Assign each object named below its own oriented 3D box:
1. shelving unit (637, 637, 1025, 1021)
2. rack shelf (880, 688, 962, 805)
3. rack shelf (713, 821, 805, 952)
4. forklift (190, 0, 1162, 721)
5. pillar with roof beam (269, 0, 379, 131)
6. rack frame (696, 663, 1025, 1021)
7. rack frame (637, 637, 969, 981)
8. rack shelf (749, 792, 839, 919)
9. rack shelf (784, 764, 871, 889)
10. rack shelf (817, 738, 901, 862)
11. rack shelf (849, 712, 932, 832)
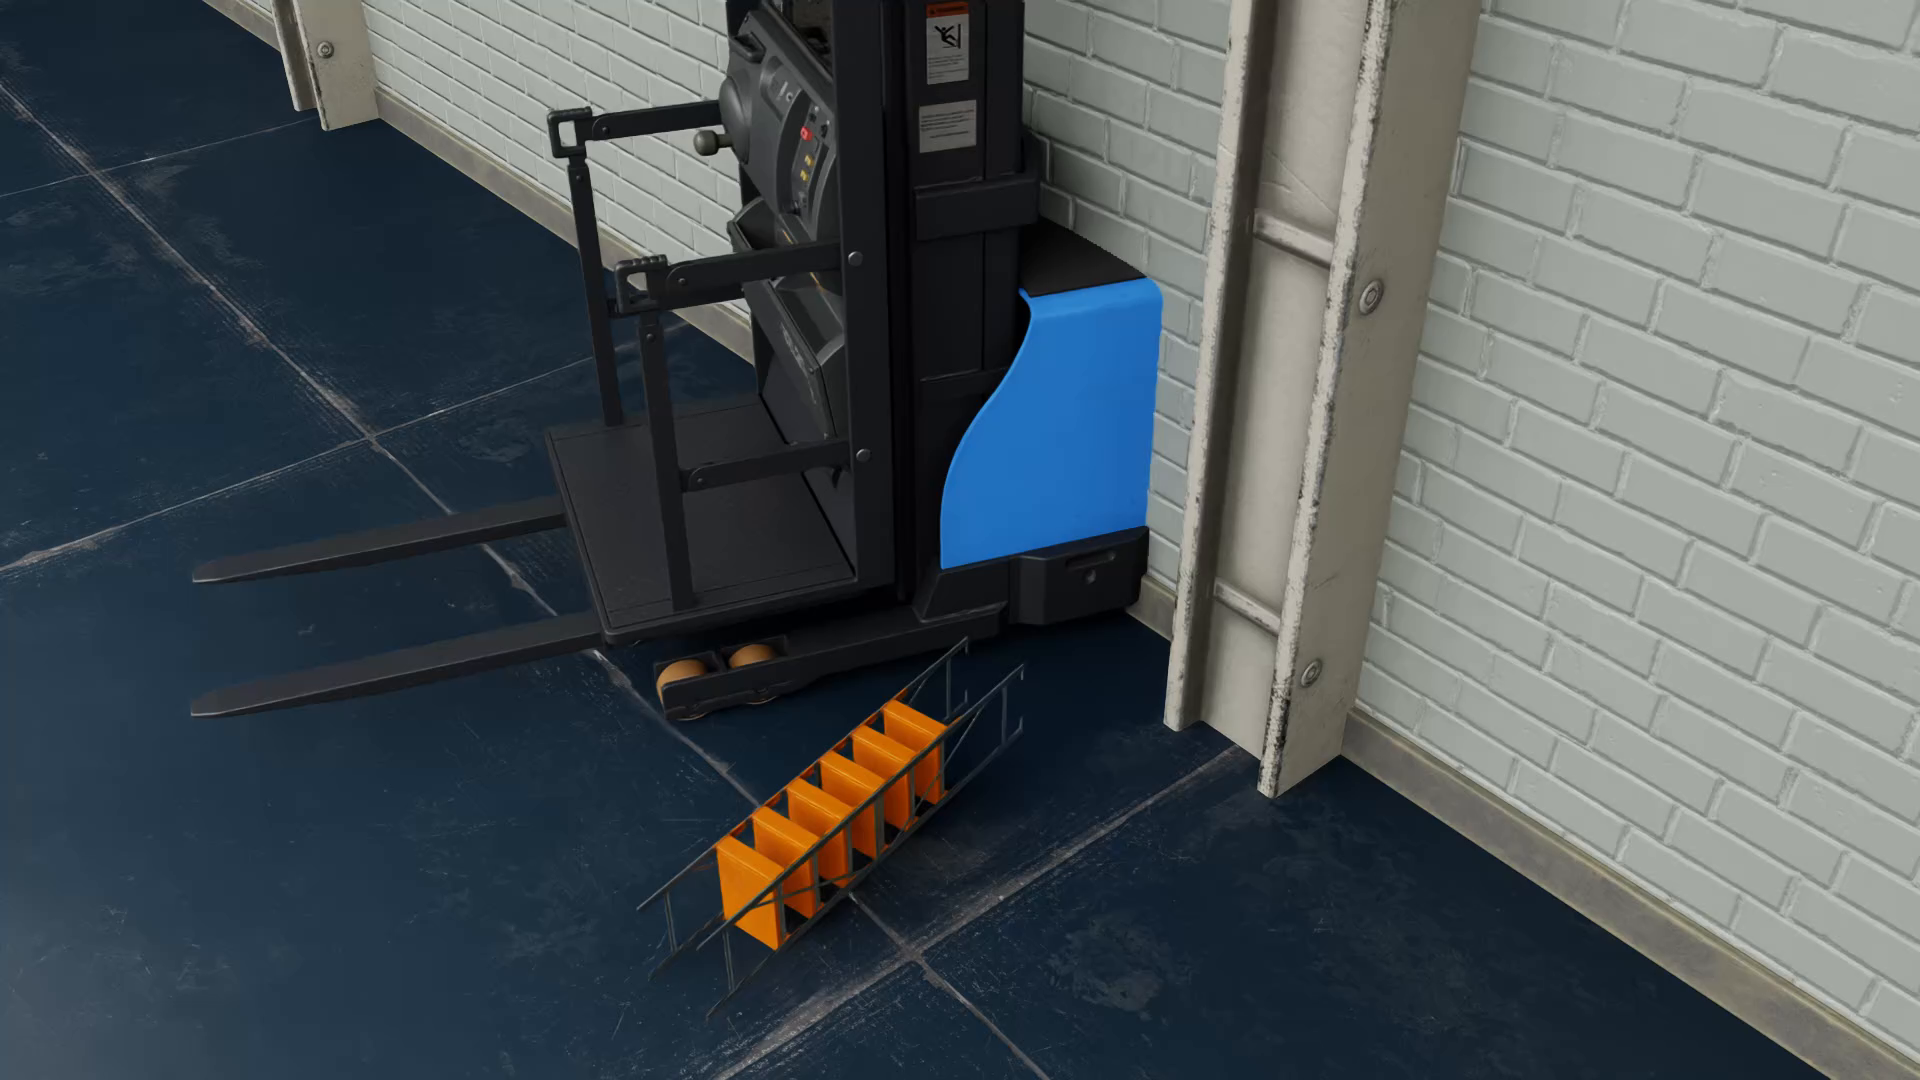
[{"bbox_3d":[-0.271,0.663,4.059,0.189,0.258,1.200,24,42,30],"label":"shelving unit"},{"bbox_3d":[-0.098,0.532,4.244,0.180,0.258,0.103,24,42,30],"label":"rack shelf"},{"bbox_3d":[-0.462,0.808,3.855,0.180,0.258,0.103,24,42,30],"label":"rack shelf"},{"bbox_3d":[-0.651,-1.047,4.193,3.031,2.935,1.130,-12,37,-16],"label":"forklift"},{"bbox_3d":[-6.363,-4.189,3.379,9.100,9.000,0.400,-26,43,-32],"label":"pillar with roof beam"},{"bbox_3d":[-0.198,0.695,4.014,0.006,0.240,1.200,24,42,30],"label":"rack frame"},{"bbox_3d":[-0.343,0.631,4.105,0.006,0.240,1.200,24,42,30],"label":"rack frame"},{"bbox_3d":[-0.389,0.753,3.933,0.180,0.258,0.103,24,42,30],"label":"rack shelf"},{"bbox_3d":[-0.316,0.698,4.010,0.180,0.258,0.103,24,42,30],"label":"rack shelf"},{"bbox_3d":[-0.244,0.642,4.088,0.180,0.258,0.103,24,42,30],"label":"rack shelf"},{"bbox_3d":[-0.171,0.587,4.166,0.180,0.258,0.103,24,42,30],"label":"rack shelf"}]
